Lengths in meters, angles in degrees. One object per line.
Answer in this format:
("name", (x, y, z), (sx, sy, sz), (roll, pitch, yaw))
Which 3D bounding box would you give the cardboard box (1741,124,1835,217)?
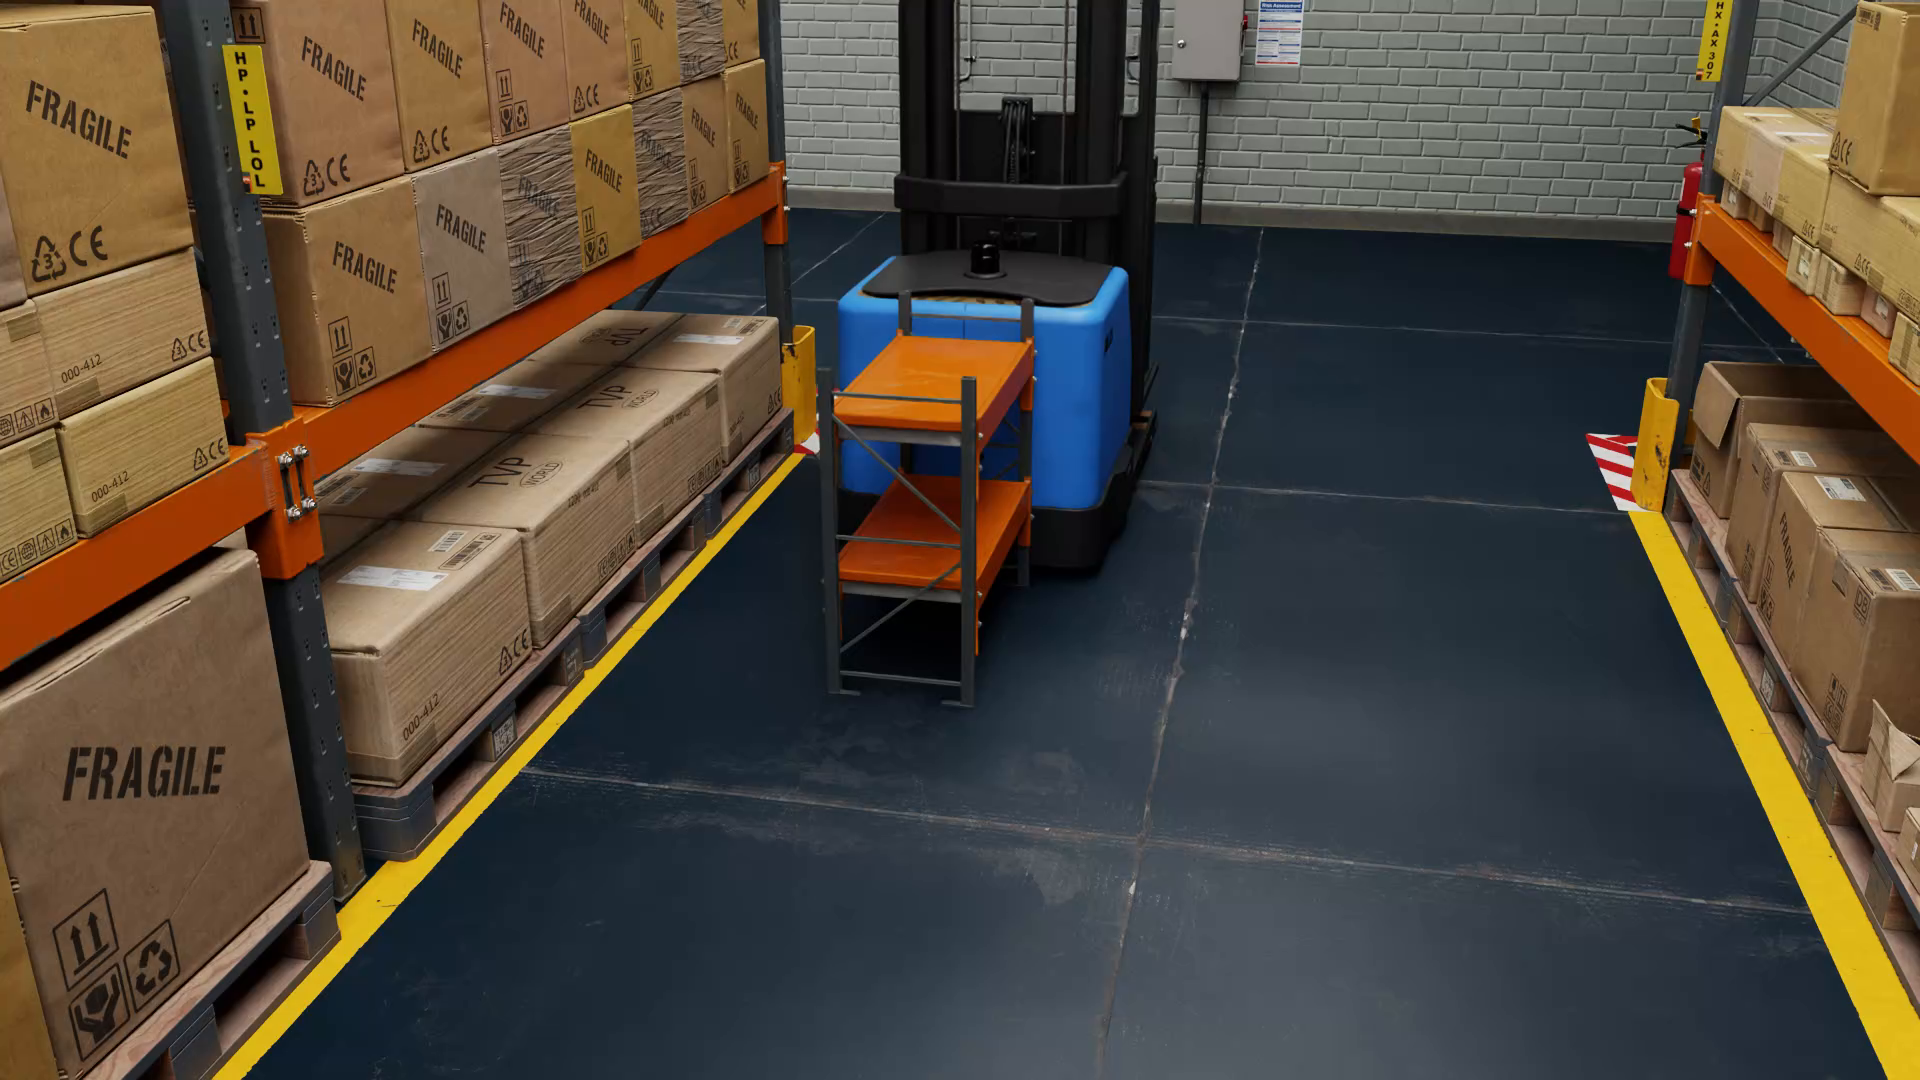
("cardboard box", (3.096, -1.301, 5.872), (0.500, 0.250, 0.500), (5, 22, 11))

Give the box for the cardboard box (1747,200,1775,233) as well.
("cardboard box", (3.213, -1.250, 6.279), (0.380, 0.149, 0.250), (5, 22, 12))

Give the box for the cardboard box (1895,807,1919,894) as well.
("cardboard box", (2.565, 0.802, 4.102), (0.380, 0.149, 0.250), (4, 22, 9))

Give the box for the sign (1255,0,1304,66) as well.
("sign", (2.375, -3.784, 12.362), (0.329, 0.494, 0.001), (4, 22, 11))

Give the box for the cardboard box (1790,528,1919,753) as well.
("cardboard box", (2.913, 0.308, 4.858), (0.700, 0.500, 0.500), (4, 22, 9))

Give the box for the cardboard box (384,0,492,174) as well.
("cardboard box", (-1.678, -1.327, 4.661), (0.500, 0.500, 0.500), (4, 22, 10))

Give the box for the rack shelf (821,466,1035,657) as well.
("rack shelf", (-0.088, 0.050, 5.878), (0.538, 0.278, 1.000), (5, 22, 11))

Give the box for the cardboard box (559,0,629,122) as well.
("cardboard box", (-1.457, -1.698, 5.581), (0.500, 0.500, 0.500), (4, 22, 11))

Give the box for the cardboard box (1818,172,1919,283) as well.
("cardboard box", (2.913, -0.927, 4.943), (0.500, 0.250, 0.500), (4, 22, 10))

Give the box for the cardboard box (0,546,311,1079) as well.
("cardboard box", (-2.169, 0.547, 3.763), (0.875, 0.875, 0.875), (5, 23, 13))

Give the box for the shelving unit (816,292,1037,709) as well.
("shelving unit", (-0.088, -0.177, 5.786), (0.538, 1.125, 1.048), (5, 22, 11))

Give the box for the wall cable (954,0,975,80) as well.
("wall cable", (-0.177, -4.490, 12.584), (0.585, 1.953, 0.123), (4, 22, 11))

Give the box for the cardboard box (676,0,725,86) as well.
("cardboard box", (-1.248, -2.062, 6.486), (0.500, 0.500, 0.500), (5, 22, 11))

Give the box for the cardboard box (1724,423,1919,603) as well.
("cardboard box", (3.125, -0.072, 5.801), (0.700, 0.500, 0.500), (5, 23, 13))

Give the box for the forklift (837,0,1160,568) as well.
("forklift", (0.336, -1.770, 7.325), (1.130, 2.935, 3.031), (5, 22, 11))

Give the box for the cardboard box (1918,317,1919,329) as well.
("cardboard box", (2.692, -0.557, 4.025), (0.500, 0.250, 0.500), (5, 22, 11))

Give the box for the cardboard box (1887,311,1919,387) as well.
("cardboard box", (2.723, -0.502, 4.422), (0.380, 0.149, 0.250), (4, 22, 10))

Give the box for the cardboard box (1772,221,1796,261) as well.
("cardboard box", (3.082, -1.064, 5.816), (0.380, 0.149, 0.250), (5, 23, 13))

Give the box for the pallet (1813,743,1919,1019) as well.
("pallet", (2.880, 0.943, 4.231), (1.003, 0.211, 1.213), (4, 22, 11))

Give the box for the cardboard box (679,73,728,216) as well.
("cardboard box", (-1.261, -1.607, 6.695), (0.500, 0.500, 0.500), (4, 22, 10))

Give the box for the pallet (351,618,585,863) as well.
("pallet", (-1.889, 0.545, 5.219), (1.003, 0.211, 1.213), (4, 22, 11))

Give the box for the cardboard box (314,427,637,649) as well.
("cardboard box", (-1.706, -0.032, 5.786), (0.875, 0.438, 0.875), (4, 22, 9))

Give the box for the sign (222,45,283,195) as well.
("sign", (-1.588, -0.939, 3.727), (0.100, 0.325, 0.005), (4, 22, 11))

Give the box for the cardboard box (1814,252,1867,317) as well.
("cardboard box", (2.874, -0.782, 5.116), (0.380, 0.149, 0.250), (5, 22, 12))

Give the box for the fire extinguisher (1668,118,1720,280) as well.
("fire extinguisher", (3.133, -1.443, 7.024), (0.296, 0.674, 0.183), (4, 22, 11))

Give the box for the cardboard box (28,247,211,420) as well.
("cardboard box", (-1.973, -0.459, 3.511), (0.500, 0.250, 0.500), (4, 22, 11))

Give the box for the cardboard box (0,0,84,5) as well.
("cardboard box", (-2.295, -1.181, 4.298), (0.500, 0.500, 0.500), (4, 22, 10))

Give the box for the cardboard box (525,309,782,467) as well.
("cardboard box", (-1.342, -0.697, 7.437), (0.875, 0.438, 0.875), (4, 22, 9))

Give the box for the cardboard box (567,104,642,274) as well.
("cardboard box", (-1.449, -1.228, 5.755), (0.500, 0.500, 0.500), (5, 22, 13))

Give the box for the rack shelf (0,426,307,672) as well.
("rack shelf", (-2.529, 0.588, 2.341), (1.077, 0.370, 4.000), (4, 22, 11))

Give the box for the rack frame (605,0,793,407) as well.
("rack frame", (-1.305, -1.940, 7.655), (1.000, 3.000, 0.127), (4, 22, 11))

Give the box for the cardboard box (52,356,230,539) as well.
("cardboard box", (-1.966, -0.224, 3.595), (0.500, 0.250, 0.500), (4, 22, 10))

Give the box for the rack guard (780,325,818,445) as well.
("rack guard", (-1.300, -0.789, 8.144), (1.175, 0.500, 0.348), (4, 22, 11))

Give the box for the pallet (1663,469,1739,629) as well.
("pallet", (3.378, 0.050, 6.446), (1.003, 0.211, 1.213), (4, 22, 11))

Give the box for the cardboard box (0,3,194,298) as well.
("cardboard box", (-1.966, -0.805, 3.364), (0.500, 0.500, 0.500), (5, 23, 13))

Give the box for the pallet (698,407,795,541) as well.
("pallet", (-1.391, -0.348, 7.435), (1.003, 0.211, 1.213), (4, 22, 11))

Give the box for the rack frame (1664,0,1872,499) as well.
("rack frame", (3.555, -1.563, 6.719), (1.000, 3.000, 0.127), (4, 22, 11))

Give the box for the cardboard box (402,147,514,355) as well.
("cardboard box", (-1.662, -0.859, 4.836), (0.500, 0.500, 0.500), (5, 22, 11))

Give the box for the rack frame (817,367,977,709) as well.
("rack frame", (-0.196, 0.009, 5.326), (0.500, 1.125, 0.032), (5, 22, 11))
